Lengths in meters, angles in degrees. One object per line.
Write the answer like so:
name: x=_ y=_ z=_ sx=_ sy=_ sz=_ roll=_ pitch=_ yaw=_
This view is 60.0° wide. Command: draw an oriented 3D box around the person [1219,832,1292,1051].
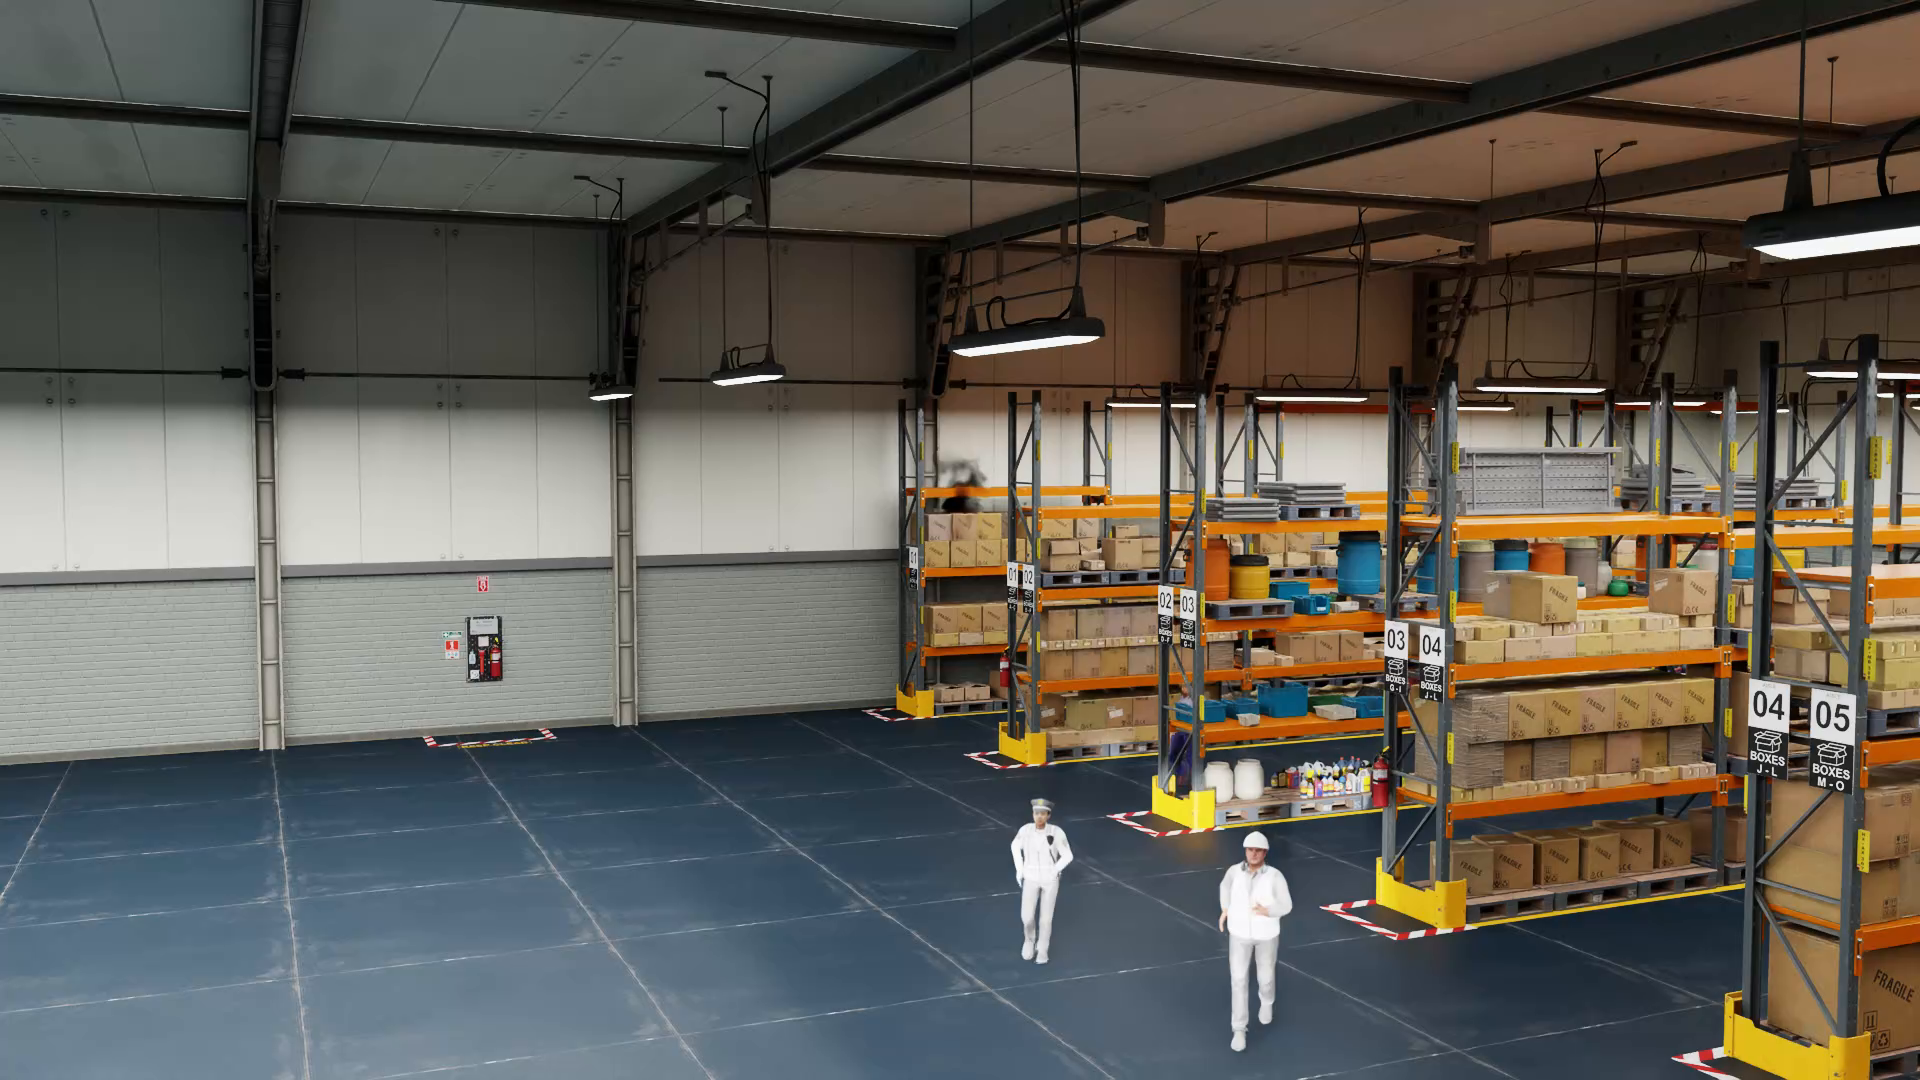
person: x=2.540 y=3.405 z=14.380 sx=0.658 sy=1.767 sz=0.945 roll=1 pitch=4 yaw=18

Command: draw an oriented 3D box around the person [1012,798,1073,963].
person: x=0.797 y=3.366 z=16.401 sx=0.624 sy=1.666 sz=0.577 roll=0 pitch=3 yaw=8

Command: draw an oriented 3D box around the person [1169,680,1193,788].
person: x=3.360 y=2.897 z=24.743 sx=0.638 sy=1.633 sz=0.578 roll=-2 pitch=4 yaw=-35
